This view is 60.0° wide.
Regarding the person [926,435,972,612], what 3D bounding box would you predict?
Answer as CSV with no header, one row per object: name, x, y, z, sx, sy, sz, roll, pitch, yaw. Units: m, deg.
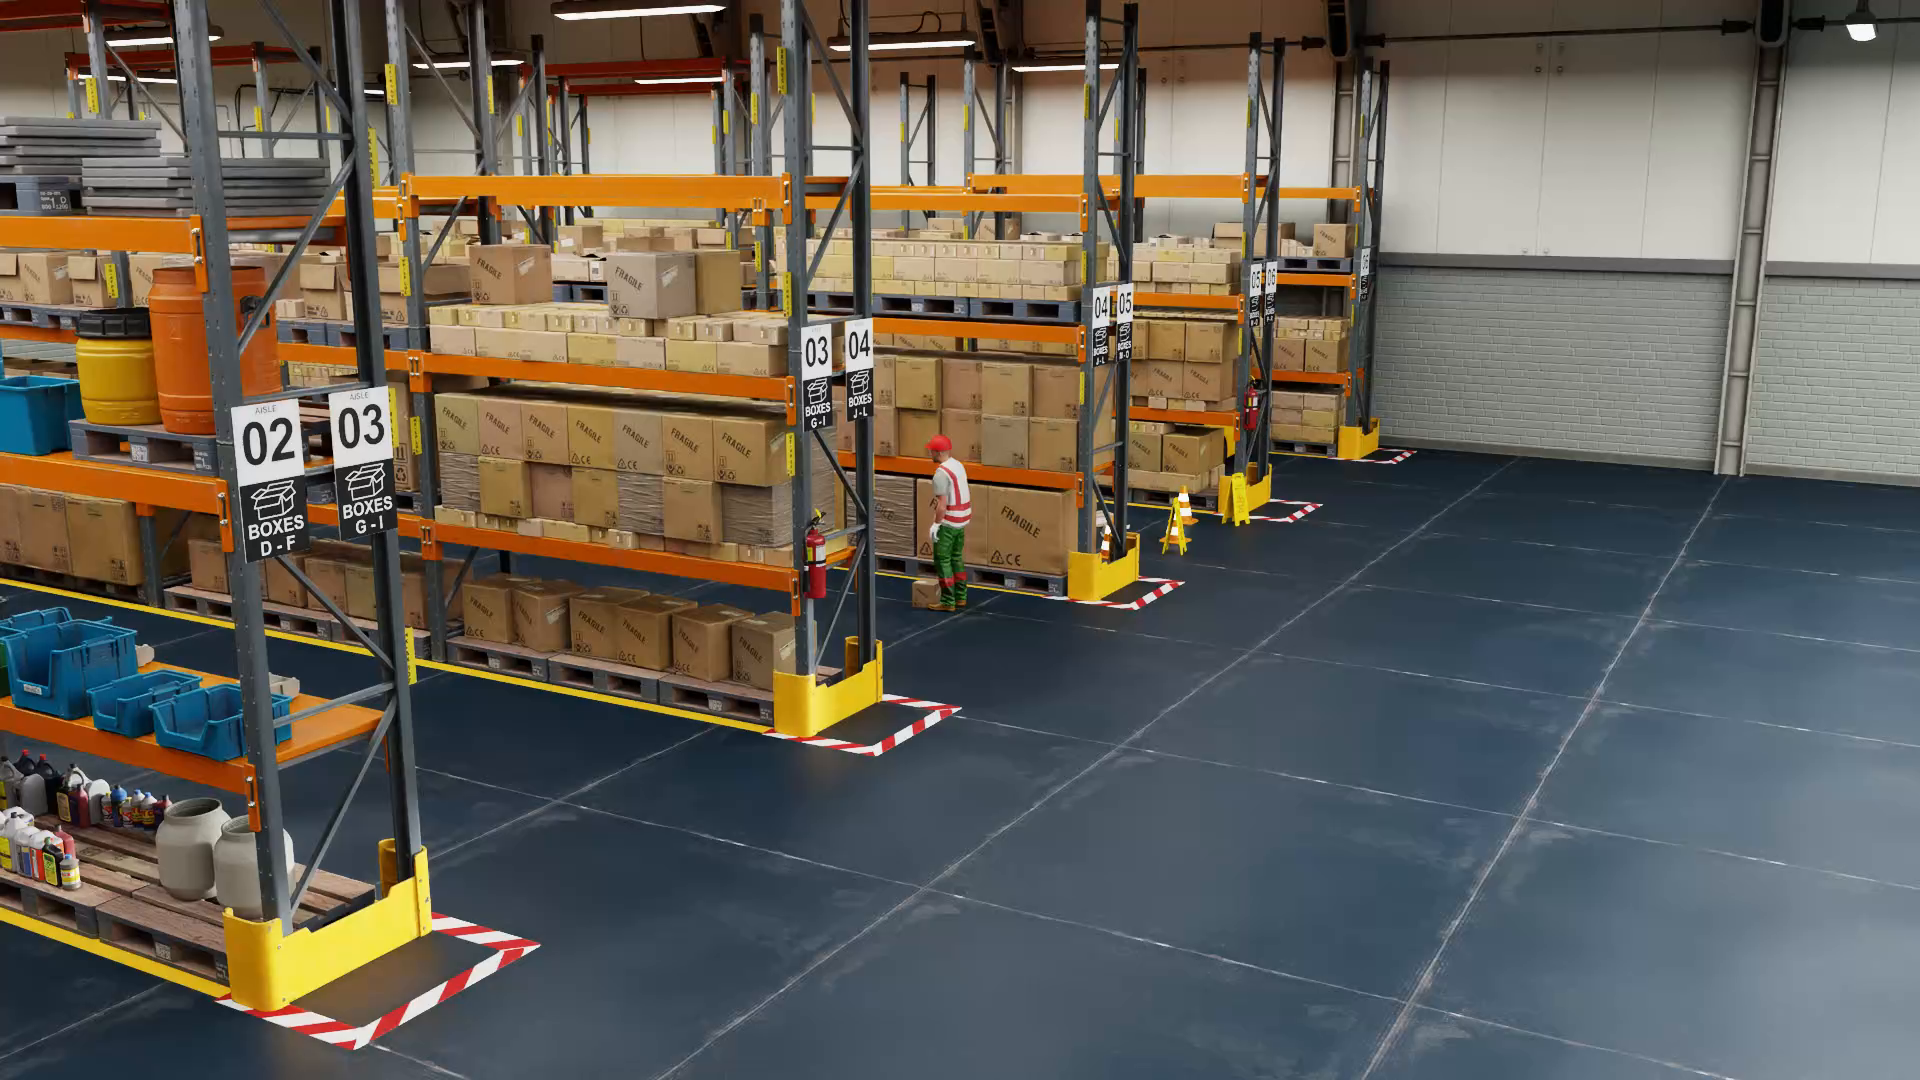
person,-0.120,-0.178,16.745,0.453,1.778,0.605,7,14,28
